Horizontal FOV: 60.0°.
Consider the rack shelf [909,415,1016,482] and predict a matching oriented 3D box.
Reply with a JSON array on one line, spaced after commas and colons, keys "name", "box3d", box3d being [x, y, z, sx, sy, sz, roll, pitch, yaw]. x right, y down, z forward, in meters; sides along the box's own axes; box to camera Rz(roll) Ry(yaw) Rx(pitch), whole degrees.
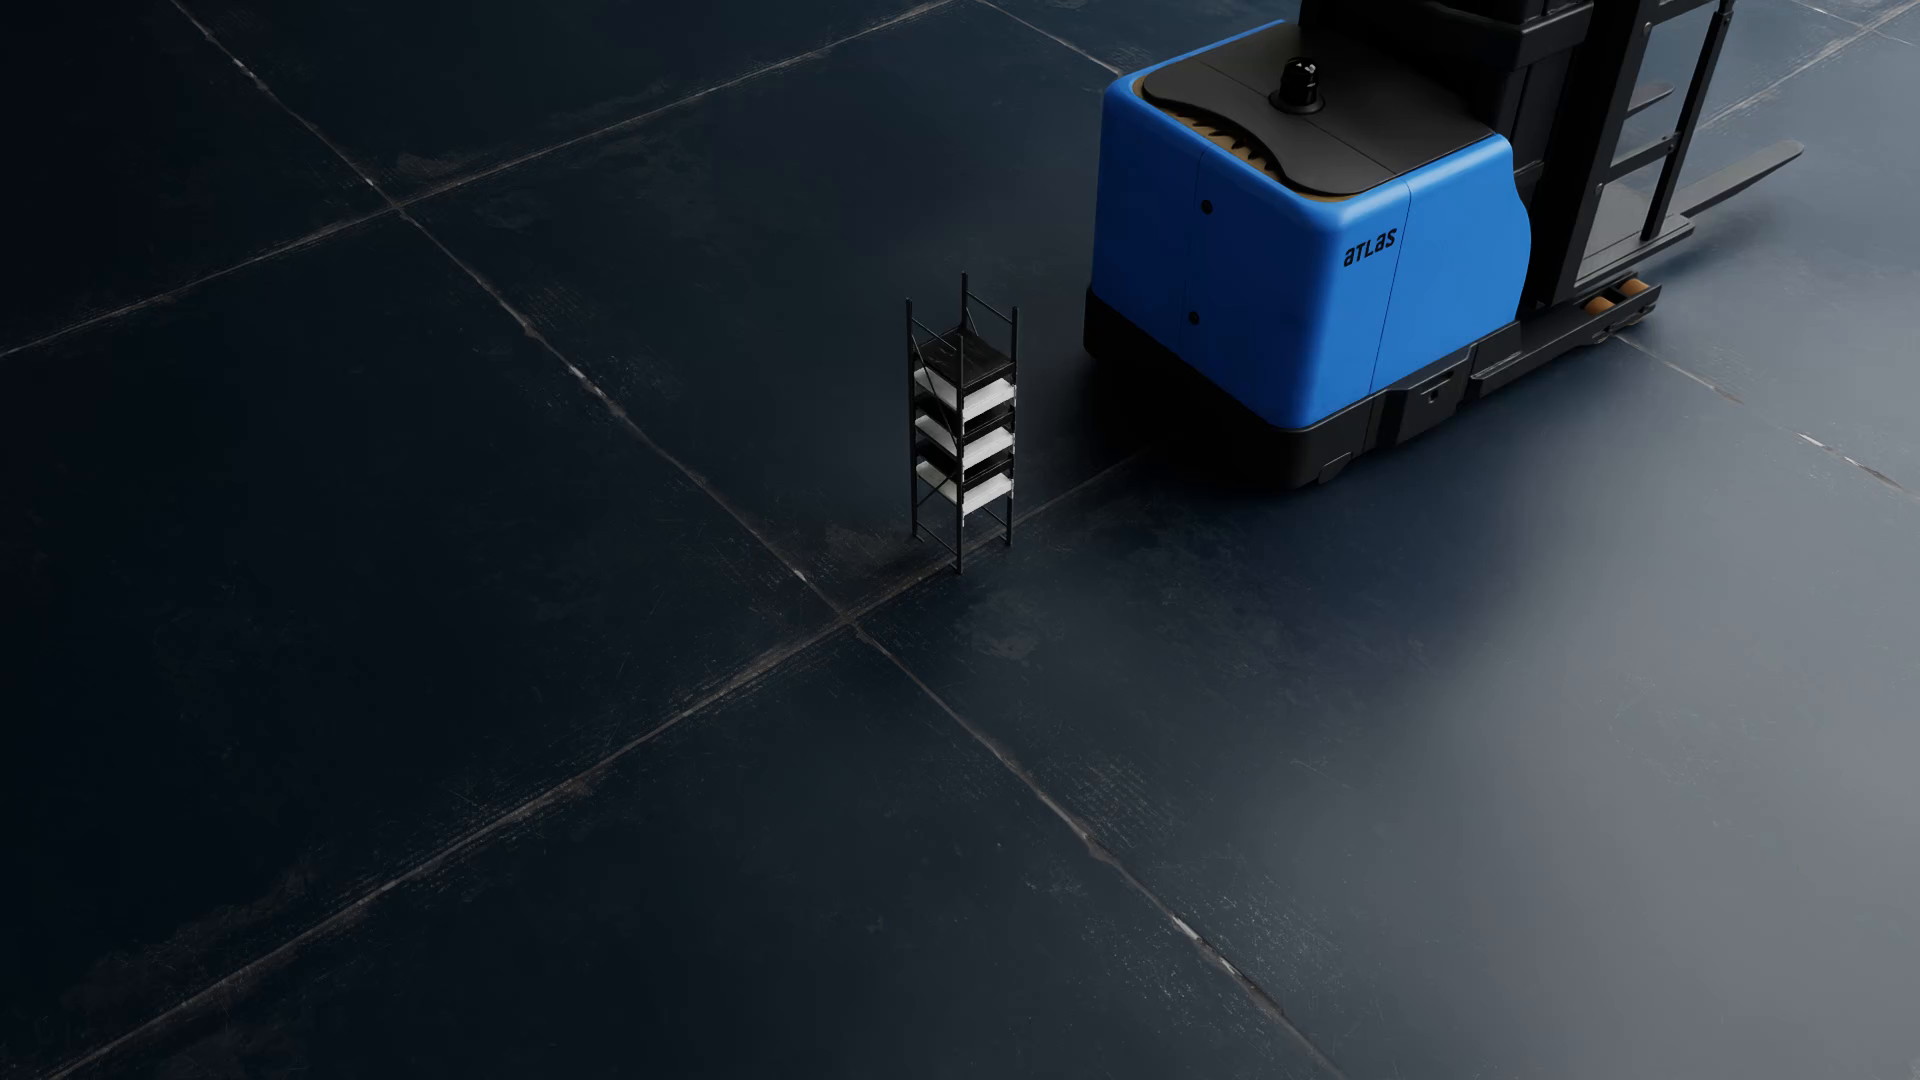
[{"name": "rack shelf", "box3d": [0.006, -0.307, 4.969, 0.200, 0.077, 0.258, -30, 51, -28]}]

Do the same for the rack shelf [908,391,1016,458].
[{"name": "rack shelf", "box3d": [0.006, -0.373, 4.907, 0.200, 0.077, 0.258, -30, 51, -28]}]

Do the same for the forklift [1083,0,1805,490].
[{"name": "forklift", "box3d": [1.928, -2.044, 5.285, 3.031, 2.935, 1.130, -26, 49, -25]}]

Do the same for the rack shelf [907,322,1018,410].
[{"name": "rack shelf", "box3d": [0.006, -0.504, 4.784, 0.200, 0.077, 0.258, -30, 51, -28]}]

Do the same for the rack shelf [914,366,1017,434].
[{"name": "rack shelf", "box3d": [0.006, -0.438, 4.845, 0.200, 0.077, 0.258, -30, 51, -28]}]

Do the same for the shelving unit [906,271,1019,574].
[{"name": "shelving unit", "box3d": [0.006, -0.332, 4.946, 0.210, 0.900, 0.258, -30, 51, -28]}]

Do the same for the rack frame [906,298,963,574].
[{"name": "rack frame", "box3d": [-0.072, -0.287, 4.898, 0.006, 0.900, 0.240, -30, 51, -28]}]

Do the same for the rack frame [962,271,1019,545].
[{"name": "rack frame", "box3d": [0.084, -0.376, 4.993, 0.006, 0.900, 0.240, -30, 51, -28]}]

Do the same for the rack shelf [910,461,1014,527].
[{"name": "rack shelf", "box3d": [0.006, -0.176, 5.092, 0.200, 0.077, 0.258, -30, 51, -28]}]

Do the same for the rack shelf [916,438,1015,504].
[{"name": "rack shelf", "box3d": [0.006, -0.242, 5.030, 0.200, 0.077, 0.258, -30, 51, -28]}]
